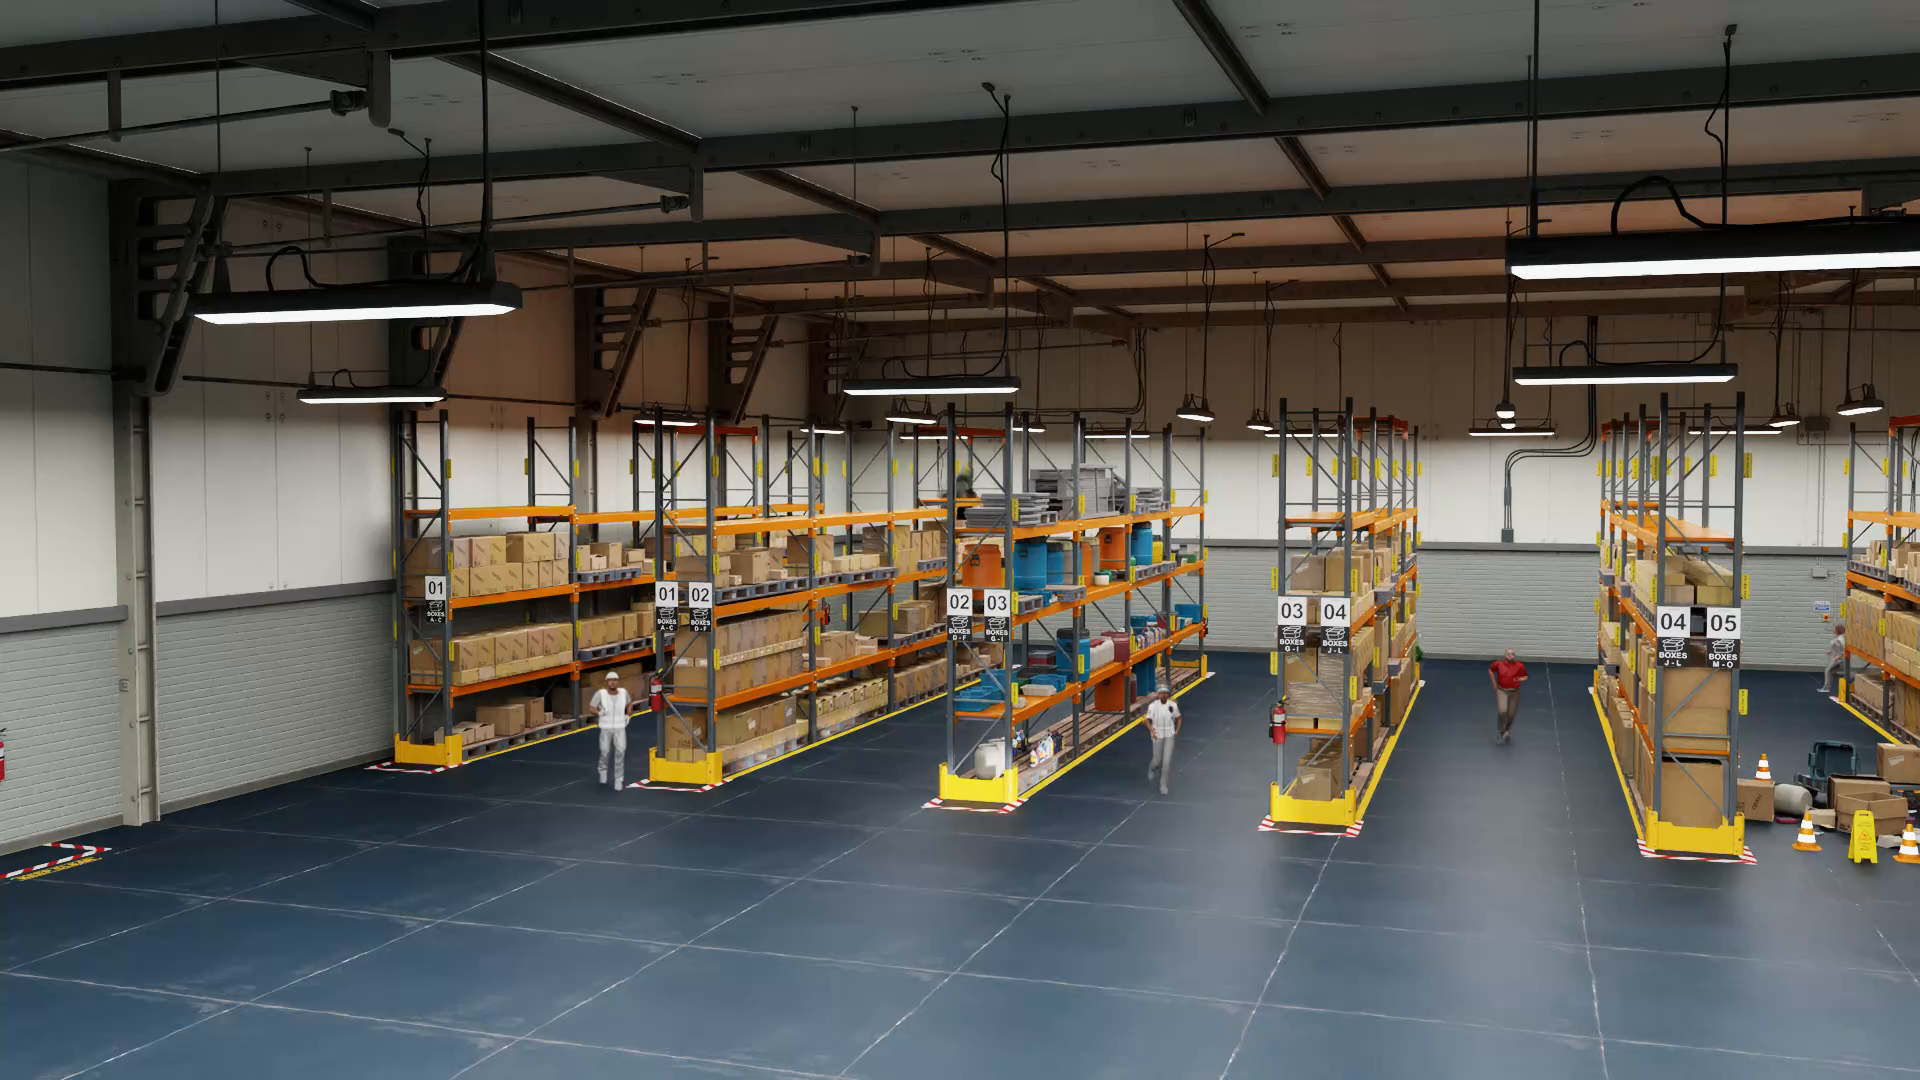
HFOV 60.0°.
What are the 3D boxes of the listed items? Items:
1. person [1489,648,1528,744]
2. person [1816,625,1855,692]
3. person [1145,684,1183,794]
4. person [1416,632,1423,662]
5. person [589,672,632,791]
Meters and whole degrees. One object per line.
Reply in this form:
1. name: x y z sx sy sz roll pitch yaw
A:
1. person: 10.047 2.858 30.447 0.641 1.764 0.784 0 2 9
2. person: 19.481 2.642 36.889 0.795 1.550 0.605 1 3 22
3. person: 3.180 3.068 25.936 0.583 1.688 0.684 0 2 0
4. person: 10.626 2.435 39.445 0.653 1.793 0.668 1 3 23
5. person: -5.473 2.975 26.087 0.682 1.809 0.869 -1 3 -17
